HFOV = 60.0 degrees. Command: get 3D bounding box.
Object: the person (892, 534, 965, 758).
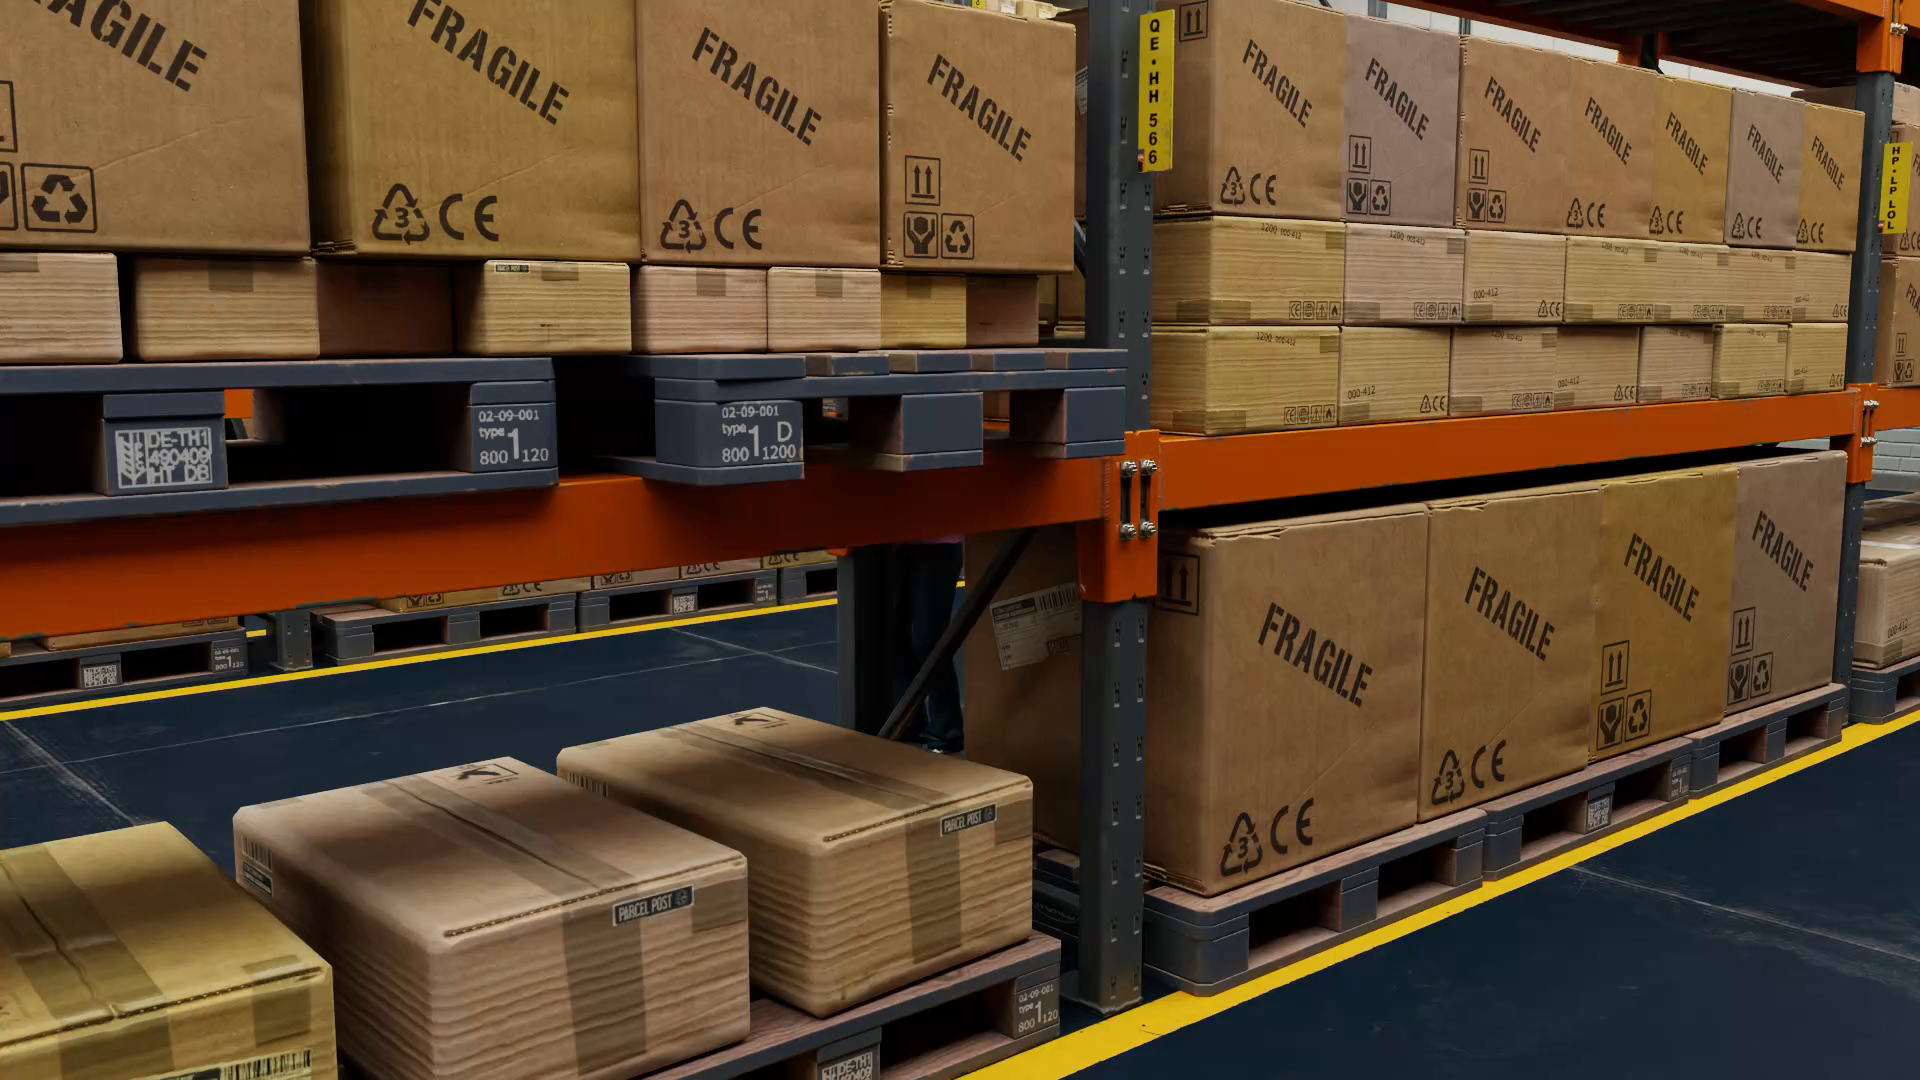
[{"bbox_3d":[-0.207,0.025,5.670,0.496,1.591,0.404,-6,10,-40],"label":"person"}]
